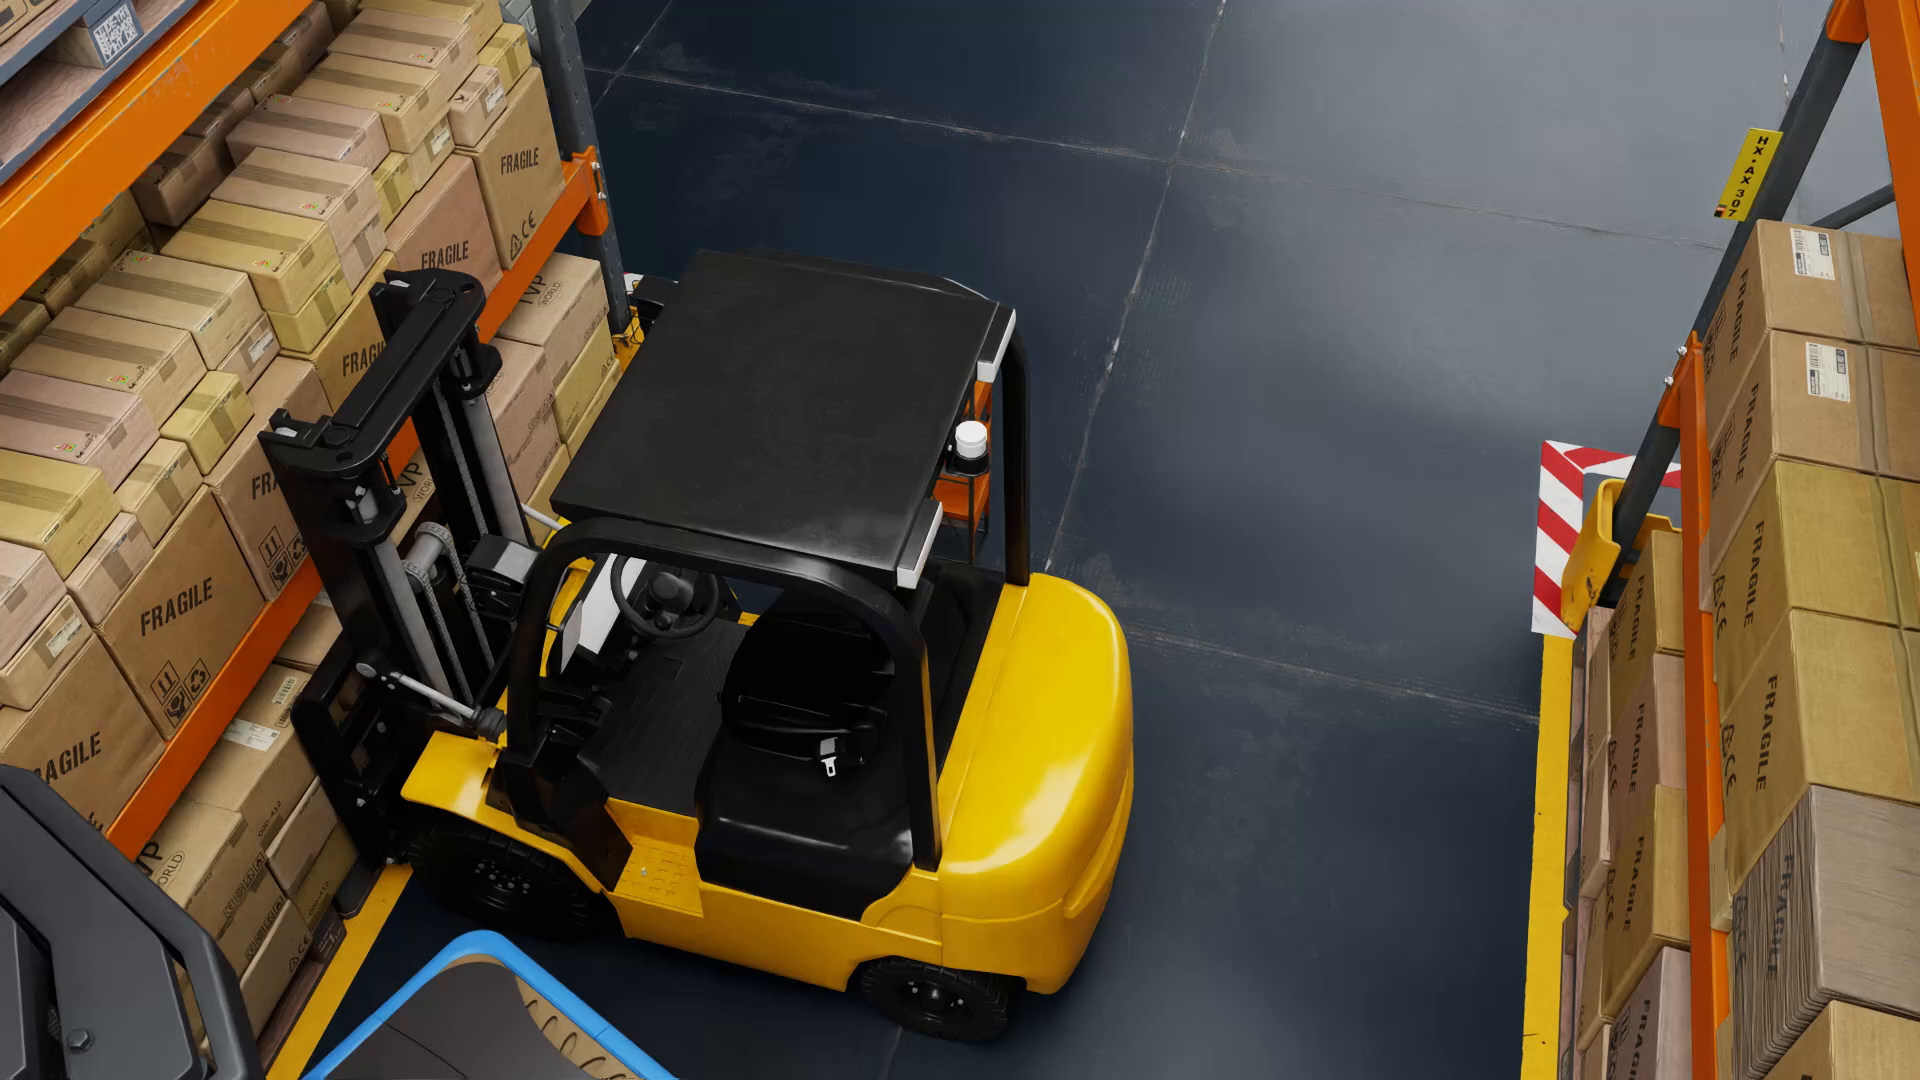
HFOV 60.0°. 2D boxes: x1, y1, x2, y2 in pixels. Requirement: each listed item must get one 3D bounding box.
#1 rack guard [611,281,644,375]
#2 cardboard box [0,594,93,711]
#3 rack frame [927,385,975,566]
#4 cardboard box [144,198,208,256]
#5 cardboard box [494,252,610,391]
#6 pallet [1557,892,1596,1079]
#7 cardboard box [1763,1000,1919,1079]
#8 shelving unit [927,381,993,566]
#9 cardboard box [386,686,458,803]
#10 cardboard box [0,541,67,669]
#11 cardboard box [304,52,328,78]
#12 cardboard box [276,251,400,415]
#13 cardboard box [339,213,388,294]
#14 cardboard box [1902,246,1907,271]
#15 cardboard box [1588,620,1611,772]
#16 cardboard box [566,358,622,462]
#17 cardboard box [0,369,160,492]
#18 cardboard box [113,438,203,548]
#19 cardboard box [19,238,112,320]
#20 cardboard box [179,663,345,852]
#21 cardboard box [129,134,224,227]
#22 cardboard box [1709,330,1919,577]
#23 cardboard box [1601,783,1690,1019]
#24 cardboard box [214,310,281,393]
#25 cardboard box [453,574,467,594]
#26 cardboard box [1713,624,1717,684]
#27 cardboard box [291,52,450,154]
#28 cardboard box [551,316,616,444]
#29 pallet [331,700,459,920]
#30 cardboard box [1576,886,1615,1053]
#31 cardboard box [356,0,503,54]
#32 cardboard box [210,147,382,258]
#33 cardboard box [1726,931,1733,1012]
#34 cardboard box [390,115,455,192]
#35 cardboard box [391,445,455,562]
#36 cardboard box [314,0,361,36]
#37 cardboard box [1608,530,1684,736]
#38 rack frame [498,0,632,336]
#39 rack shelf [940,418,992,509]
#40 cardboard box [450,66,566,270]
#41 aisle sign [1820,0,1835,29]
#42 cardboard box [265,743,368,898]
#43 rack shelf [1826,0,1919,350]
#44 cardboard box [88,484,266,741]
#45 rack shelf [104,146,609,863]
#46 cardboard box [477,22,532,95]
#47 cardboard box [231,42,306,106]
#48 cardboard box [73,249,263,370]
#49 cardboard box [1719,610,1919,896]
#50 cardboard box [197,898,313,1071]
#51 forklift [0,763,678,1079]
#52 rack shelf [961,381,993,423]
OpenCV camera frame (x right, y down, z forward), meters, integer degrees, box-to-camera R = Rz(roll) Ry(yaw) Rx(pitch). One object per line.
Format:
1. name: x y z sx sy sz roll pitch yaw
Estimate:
1. rack guard: -1.855 -0.884 7.116 1.175 0.500 0.348 12 50 10
2. cardboard box: -2.332 0.227 3.968 0.380 0.149 0.250 13 50 11
3. rack frame: -0.046 -0.220 6.163 0.200 1.050 0.008 12 50 10
4. cardboard box: -2.540 -1.027 5.075 0.380 0.149 0.250 12 50 10
5. cardboard box: -1.682 -0.860 6.314 0.500 0.250 0.500 13 50 11
6. pallet: 2.337 1.721 5.010 1.003 0.211 1.213 12 50 10
7. cardboard box: 1.881 1.300 3.256 0.500 0.500 0.500 13 50 11
8. shelving unit: -0.014 -0.309 6.241 0.215 1.050 0.252 12 50 10
9. cardboard box: -2.076 0.577 5.713 0.500 0.250 0.500 13 50 11
10. cardboard box: -2.337 0.122 3.863 0.380 0.149 0.250 13 50 11
11. cardboard box: -2.205 -1.557 5.543 0.380 0.149 0.250 12 50 10
12. cardboard box: -2.018 -0.575 5.109 0.500 0.500 0.500 11 49 9
13. cardboard box: -1.949 -0.890 4.954 0.380 0.149 0.250 10 49 9
14. cardboard box: 3.004 -0.767 4.413 0.700 0.500 0.500 10 49 9
15. cardboard box: 2.449 0.582 5.708 0.500 0.250 0.500 11 50 10
16. cardboard box: -1.680 -0.521 6.682 0.500 0.250 0.500 12 50 10
17. cardboard box: -2.281 -0.267 4.206 0.380 0.149 0.250 11 50 10
18. cardboard box: -2.212 -0.148 4.299 0.380 0.149 0.250 10 49 9
19. cardboard box: -2.591 -0.727 4.612 0.380 0.149 0.250 12 50 10
20. cardboard box: -2.220 0.621 5.007 0.500 0.250 0.500 13 50 11
21. cardboard box: -2.438 -1.092 4.934 0.380 0.149 0.250 13 50 11
22. cardboard box: 2.403 -0.186 4.567 0.500 0.500 0.500 13 50 11
23. cardboard box: 2.170 1.092 4.758 0.500 0.500 0.500 12 50 11
24. cardboard box: -2.149 -0.540 4.646 0.380 0.149 0.250 11 50 10
25. cardboard box: -1.946 0.063 5.833 0.500 0.250 0.500 11 49 9
26. cardboard box: 2.291 0.300 4.571 0.380 0.149 0.250 13 50 11
27. cardboard box: -1.830 -1.361 5.171 0.380 0.149 0.250 13 50 11
28. cardboard box: -1.688 -0.675 6.484 0.500 0.250 0.500 11 49 10
29. pallet: -2.345 0.670 5.937 1.003 0.211 1.213 12 50 10
30. cardboard box: 2.176 1.347 5.033 0.500 0.250 0.500 15 50 13
31. cardboard box: -1.752 -1.740 5.506 0.380 0.149 0.250 12 50 10
32. cardboard box: -1.929 -0.985 4.840 0.380 0.149 0.250 13 50 11
33. cardboard box: 2.026 1.052 3.908 0.380 0.149 0.250 11 49 9
34. cardboard box: -1.848 -1.270 5.289 0.380 0.149 0.250 12 50 11
35. cardboard box: -1.934 -0.122 5.663 0.500 0.250 0.500 12 50 11
36. cardboard box: -2.156 -1.840 5.594 0.380 0.149 0.250 11 49 9
37. cardboard box: 2.443 0.352 5.412 0.500 0.500 0.500 10 49 9
38. rack frame: -1.861 -1.694 6.164 1.000 3.000 0.127 12 50 10
39. rack shelf: -0.014 -0.302 6.249 0.215 0.259 0.240 12 50 10
40. cardboard box: -1.738 -1.320 5.766 0.500 0.500 0.500 11 49 9
41. aisle sign: 2.646 -1.684 4.420 0.394 0.787 0.004 12 50 10
42. cardboard box: -2.215 0.790 5.192 0.500 0.250 0.500 11 50 10
43. rack shelf: 2.402 -0.025 3.170 1.077 0.370 4.000 12 50 10
44. cardboard box: -2.292 0.150 4.469 0.500 0.500 0.500 11 50 10
45. rack shelf: -2.388 -0.010 5.156 1.077 0.370 4.000 12 50 10
46. cardboard box: -1.682 -1.636 5.613 0.380 0.149 0.250 12 50 11
47. cardboard box: -2.313 -1.463 5.262 0.380 0.149 0.250 12 50 11
48. cardboard box: -2.150 -0.629 4.526 0.380 0.149 0.250 12 50 11
49. cardboard box: 2.144 0.552 3.916 0.500 0.500 0.500 11 49 9
50. cardboard box: -2.349 1.315 5.061 0.500 0.250 0.500 11 49 9
51. forklift: -1.797 1.833 3.096 1.130 2.935 3.031 30 55 24
52. rack shelf: -0.014 -0.489 6.036 0.215 0.259 0.240 12 50 10
